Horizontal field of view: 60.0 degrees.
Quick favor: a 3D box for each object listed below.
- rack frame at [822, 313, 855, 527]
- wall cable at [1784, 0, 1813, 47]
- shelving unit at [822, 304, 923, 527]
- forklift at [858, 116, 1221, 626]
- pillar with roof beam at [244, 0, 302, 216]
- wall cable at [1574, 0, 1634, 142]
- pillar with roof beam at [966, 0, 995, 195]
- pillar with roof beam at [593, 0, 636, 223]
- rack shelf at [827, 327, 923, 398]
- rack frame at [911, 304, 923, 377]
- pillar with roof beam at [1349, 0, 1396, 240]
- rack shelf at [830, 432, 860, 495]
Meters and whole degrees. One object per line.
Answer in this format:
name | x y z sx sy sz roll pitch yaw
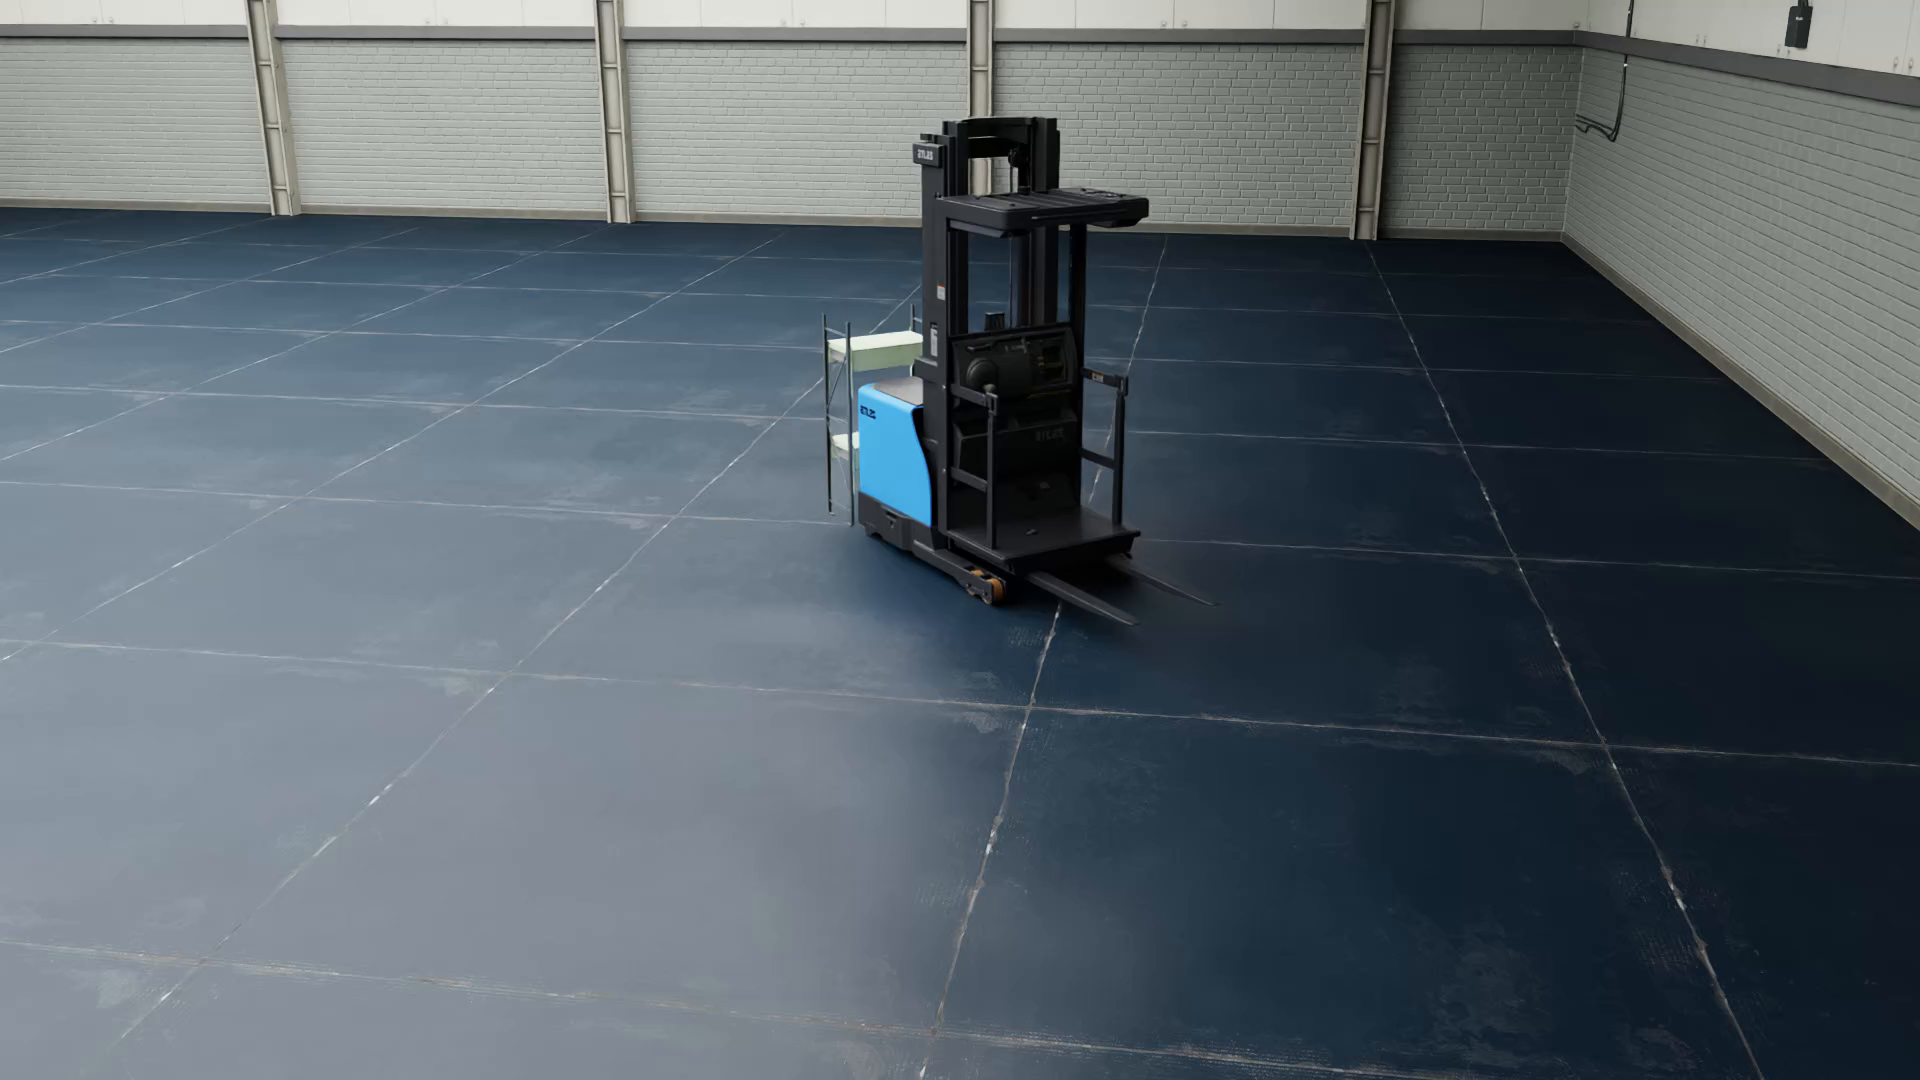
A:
rack frame | -0.880 -0.863 12.020 0.023 1.500 0.400 -11 21 -29
wall cable | 7.423 -7.019 13.239 0.169 6.003 2.305 3 19 9
shelving unit | -0.567 -0.923 12.199 0.755 1.500 0.431 -11 21 -29
forklift | 0.477 -1.149 10.617 1.130 2.935 3.031 -11 22 -30
pillar with roof beam | -12.209 -8.499 23.023 0.400 9.000 9.100 3 19 9
wall cable | 8.945 -6.907 23.158 0.112 2.526 3.097 3 19 9
pillar with roof beam | -0.361 -7.896 21.218 0.400 9.000 9.100 3 19 9
pillar with roof beam | -6.285 -8.198 22.121 0.400 9.000 9.100 3 19 9
rack shelf | -0.567 -1.293 12.075 0.720 0.370 0.431 -11 21 -29
rack frame | -0.253 -0.983 12.378 0.023 1.500 0.400 -11 21 -29
pillar with roof beam | 5.563 -7.594 20.316 0.400 9.000 9.100 3 19 9
rack shelf | -0.567 -0.614 12.302 0.720 0.370 0.431 -11 21 -29
